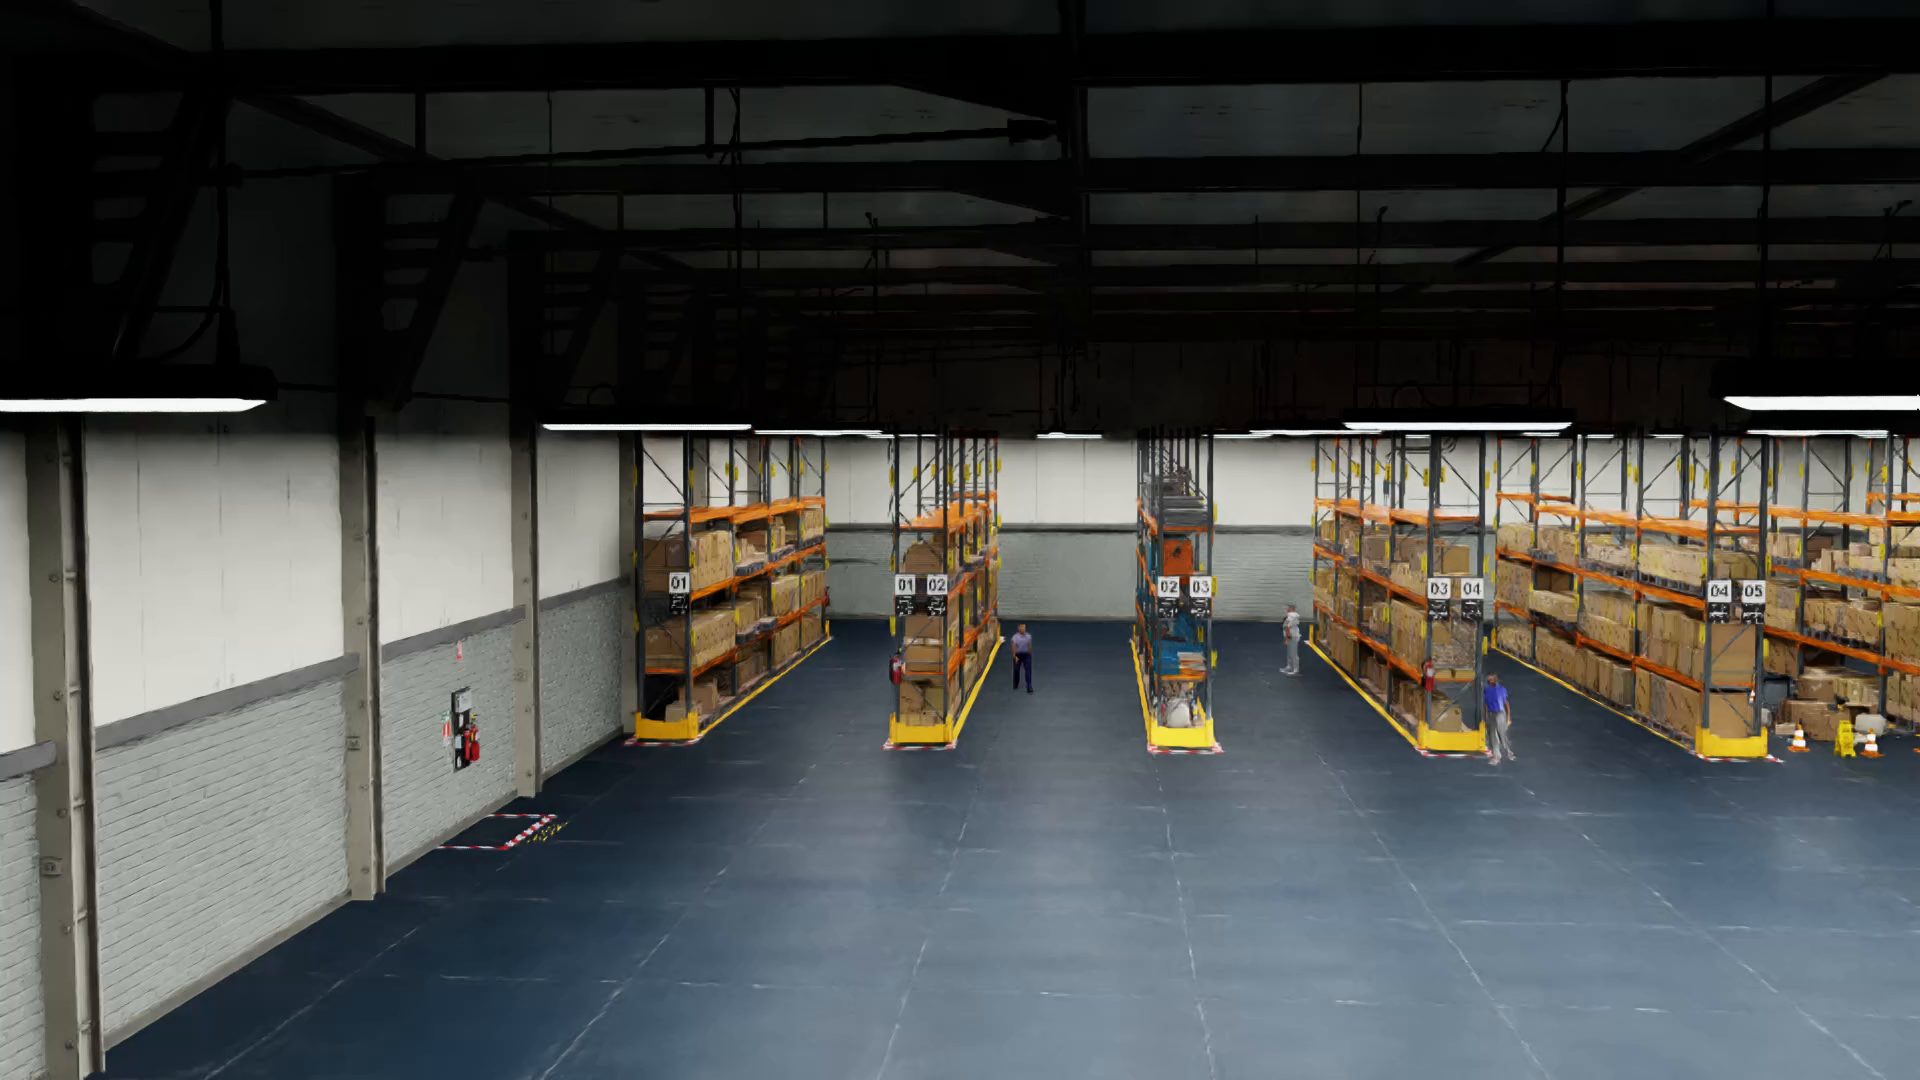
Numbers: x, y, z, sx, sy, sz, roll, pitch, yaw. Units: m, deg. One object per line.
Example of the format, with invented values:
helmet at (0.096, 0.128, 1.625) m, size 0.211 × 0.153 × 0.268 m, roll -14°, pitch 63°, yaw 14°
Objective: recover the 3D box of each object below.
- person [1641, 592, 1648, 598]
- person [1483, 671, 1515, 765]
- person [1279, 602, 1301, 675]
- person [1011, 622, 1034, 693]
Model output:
person at (18.197, 2.163, 44.327) m, size 0.387 × 1.769 × 0.633 m, roll 1°, pitch 4°, yaw 12°
person at (9.529, 3.134, 29.411) m, size 0.524 × 1.652 × 0.503 m, roll 3°, pitch 5°, yaw 43°
person at (8.060, 2.394, 40.601) m, size 0.593 × 1.745 × 0.651 m, roll 2°, pitch 4°, yaw 27°
person at (1.397, 2.650, 37.757) m, size 0.478 × 1.580 × 0.999 m, roll 0°, pitch 3°, yaw -4°
